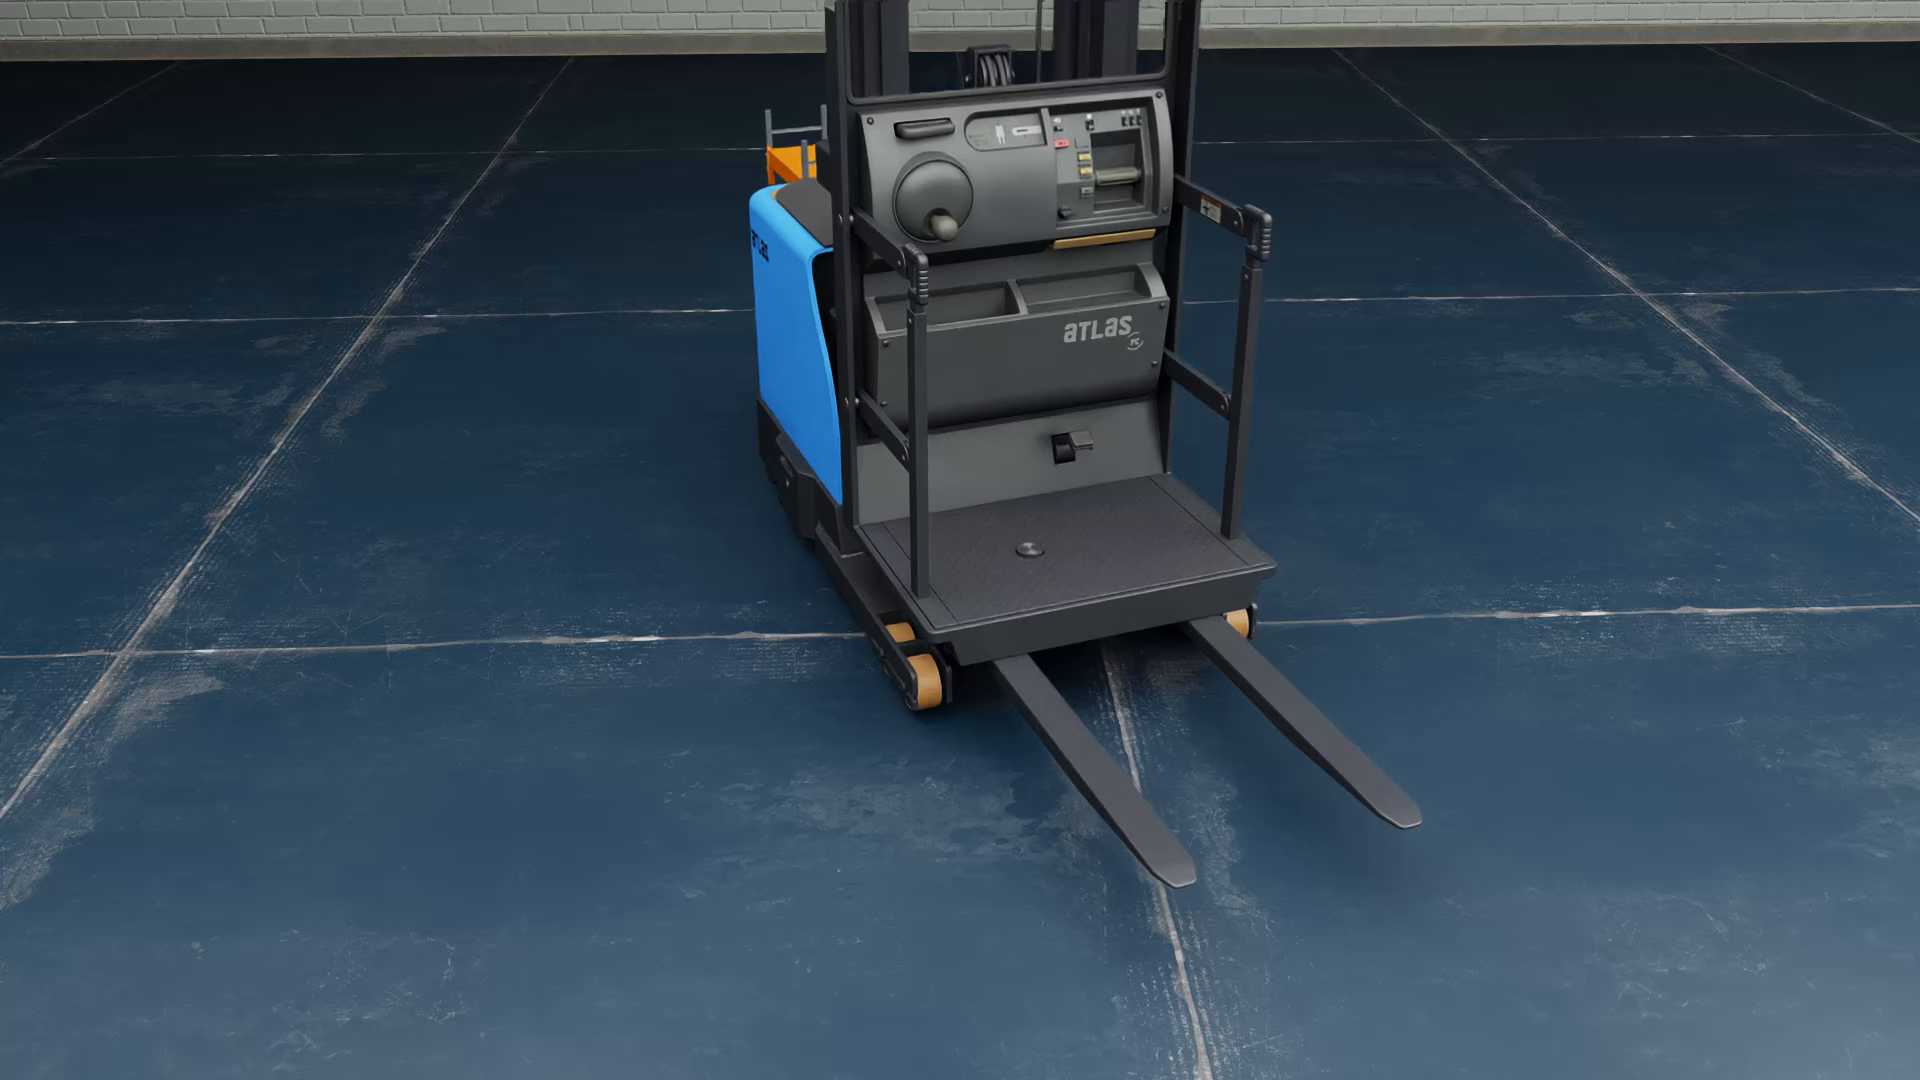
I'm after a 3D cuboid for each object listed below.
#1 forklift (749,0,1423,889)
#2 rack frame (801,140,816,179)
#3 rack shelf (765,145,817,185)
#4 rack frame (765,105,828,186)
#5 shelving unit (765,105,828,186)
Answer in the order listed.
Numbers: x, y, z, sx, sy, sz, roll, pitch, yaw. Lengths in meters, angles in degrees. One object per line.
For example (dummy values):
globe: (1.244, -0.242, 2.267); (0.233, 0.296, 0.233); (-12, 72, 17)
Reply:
forklift: (0.253, -1.024, 4.544); (1.130, 2.935, 3.031); (-10, 29, -19)
rack frame: (-0.446, -0.893, 6.165); (0.240, 1.200, 0.015); (-10, 29, -19)
rack shelf: (-0.534, -1.347, 6.185); (0.258, 0.148, 0.480); (-10, 29, -19)
rack frame: (-0.621, -1.104, 6.569); (0.240, 1.200, 0.015); (-10, 29, -19)
shelving unit: (-0.534, -0.998, 6.367); (0.258, 1.200, 0.503); (-10, 29, -19)
